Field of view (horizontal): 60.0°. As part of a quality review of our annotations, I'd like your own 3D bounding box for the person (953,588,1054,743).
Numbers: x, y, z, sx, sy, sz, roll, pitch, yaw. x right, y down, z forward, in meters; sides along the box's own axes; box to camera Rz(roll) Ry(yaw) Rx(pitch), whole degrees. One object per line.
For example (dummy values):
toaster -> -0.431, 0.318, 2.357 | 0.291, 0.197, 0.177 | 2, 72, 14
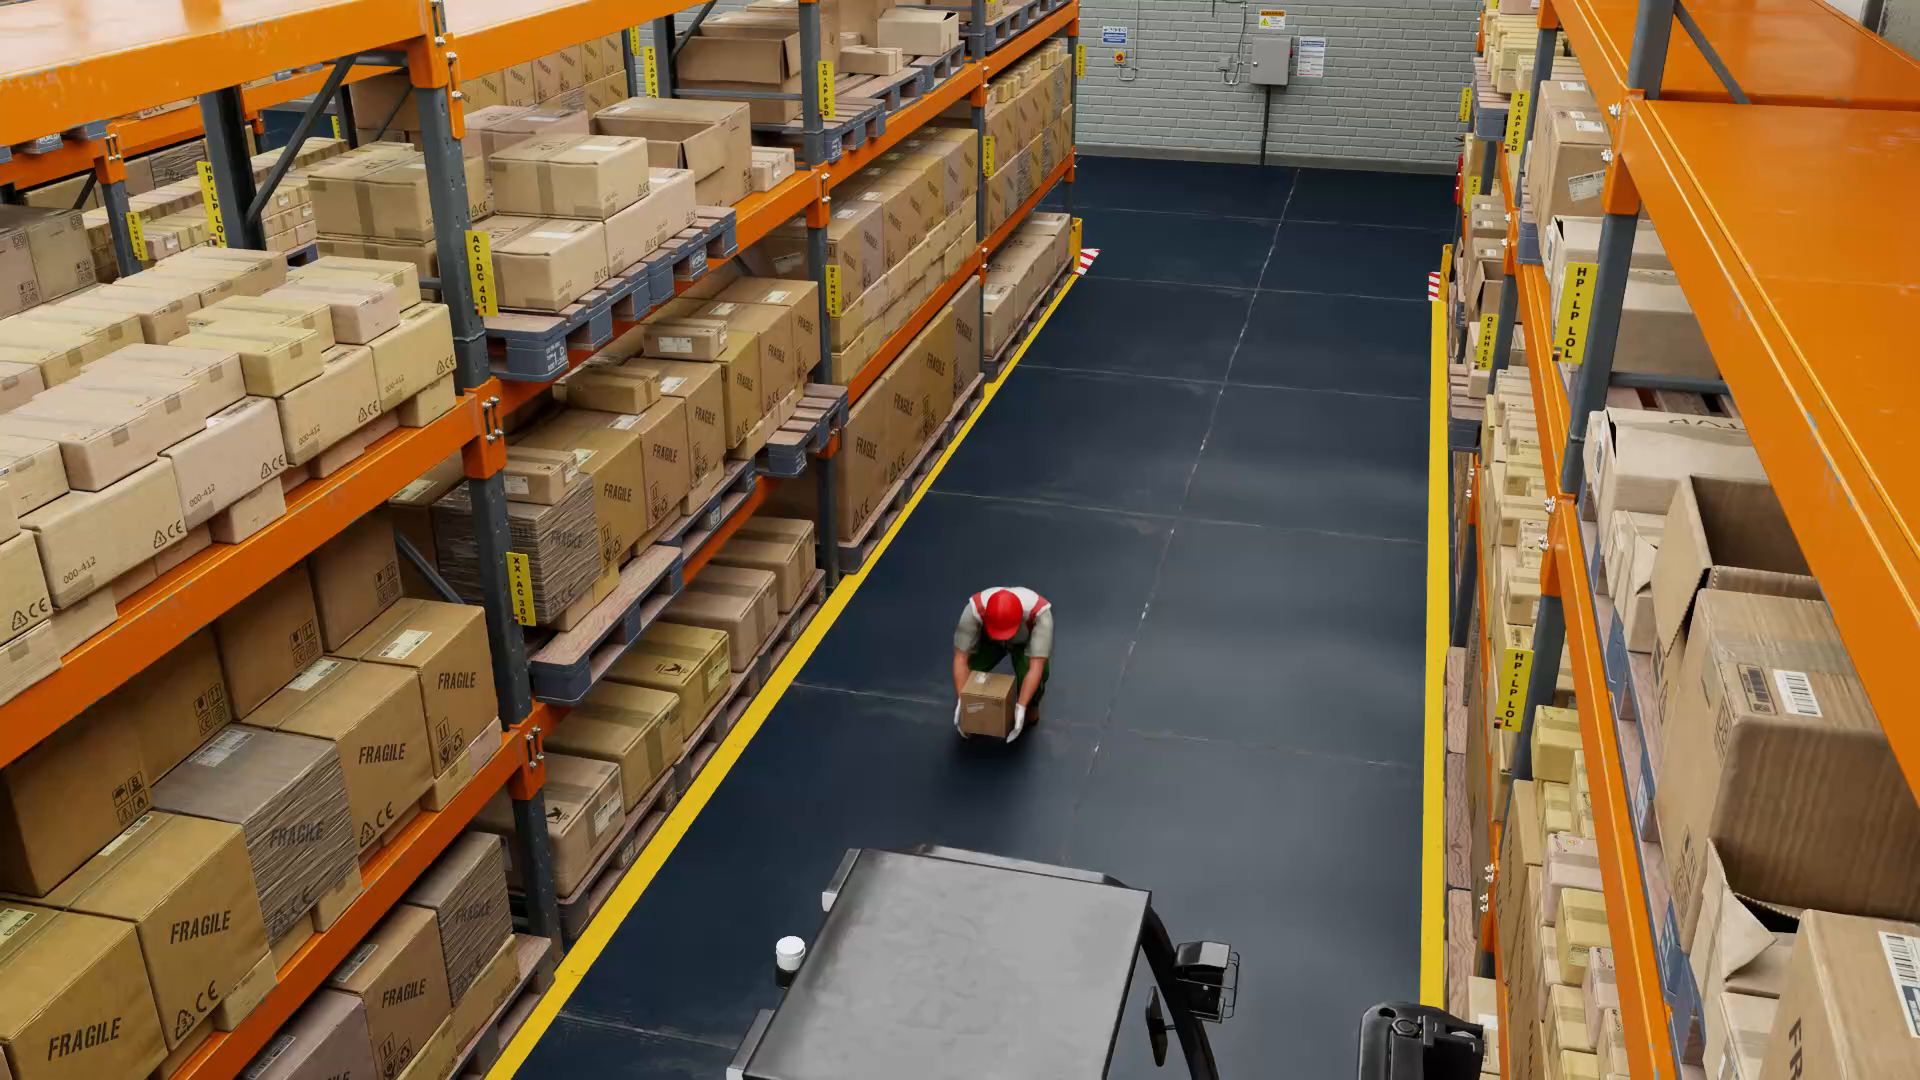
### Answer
person -> 0.260, 0.610, 9.335 | 0.570, 0.990, 0.884 | 6, 26, 13
